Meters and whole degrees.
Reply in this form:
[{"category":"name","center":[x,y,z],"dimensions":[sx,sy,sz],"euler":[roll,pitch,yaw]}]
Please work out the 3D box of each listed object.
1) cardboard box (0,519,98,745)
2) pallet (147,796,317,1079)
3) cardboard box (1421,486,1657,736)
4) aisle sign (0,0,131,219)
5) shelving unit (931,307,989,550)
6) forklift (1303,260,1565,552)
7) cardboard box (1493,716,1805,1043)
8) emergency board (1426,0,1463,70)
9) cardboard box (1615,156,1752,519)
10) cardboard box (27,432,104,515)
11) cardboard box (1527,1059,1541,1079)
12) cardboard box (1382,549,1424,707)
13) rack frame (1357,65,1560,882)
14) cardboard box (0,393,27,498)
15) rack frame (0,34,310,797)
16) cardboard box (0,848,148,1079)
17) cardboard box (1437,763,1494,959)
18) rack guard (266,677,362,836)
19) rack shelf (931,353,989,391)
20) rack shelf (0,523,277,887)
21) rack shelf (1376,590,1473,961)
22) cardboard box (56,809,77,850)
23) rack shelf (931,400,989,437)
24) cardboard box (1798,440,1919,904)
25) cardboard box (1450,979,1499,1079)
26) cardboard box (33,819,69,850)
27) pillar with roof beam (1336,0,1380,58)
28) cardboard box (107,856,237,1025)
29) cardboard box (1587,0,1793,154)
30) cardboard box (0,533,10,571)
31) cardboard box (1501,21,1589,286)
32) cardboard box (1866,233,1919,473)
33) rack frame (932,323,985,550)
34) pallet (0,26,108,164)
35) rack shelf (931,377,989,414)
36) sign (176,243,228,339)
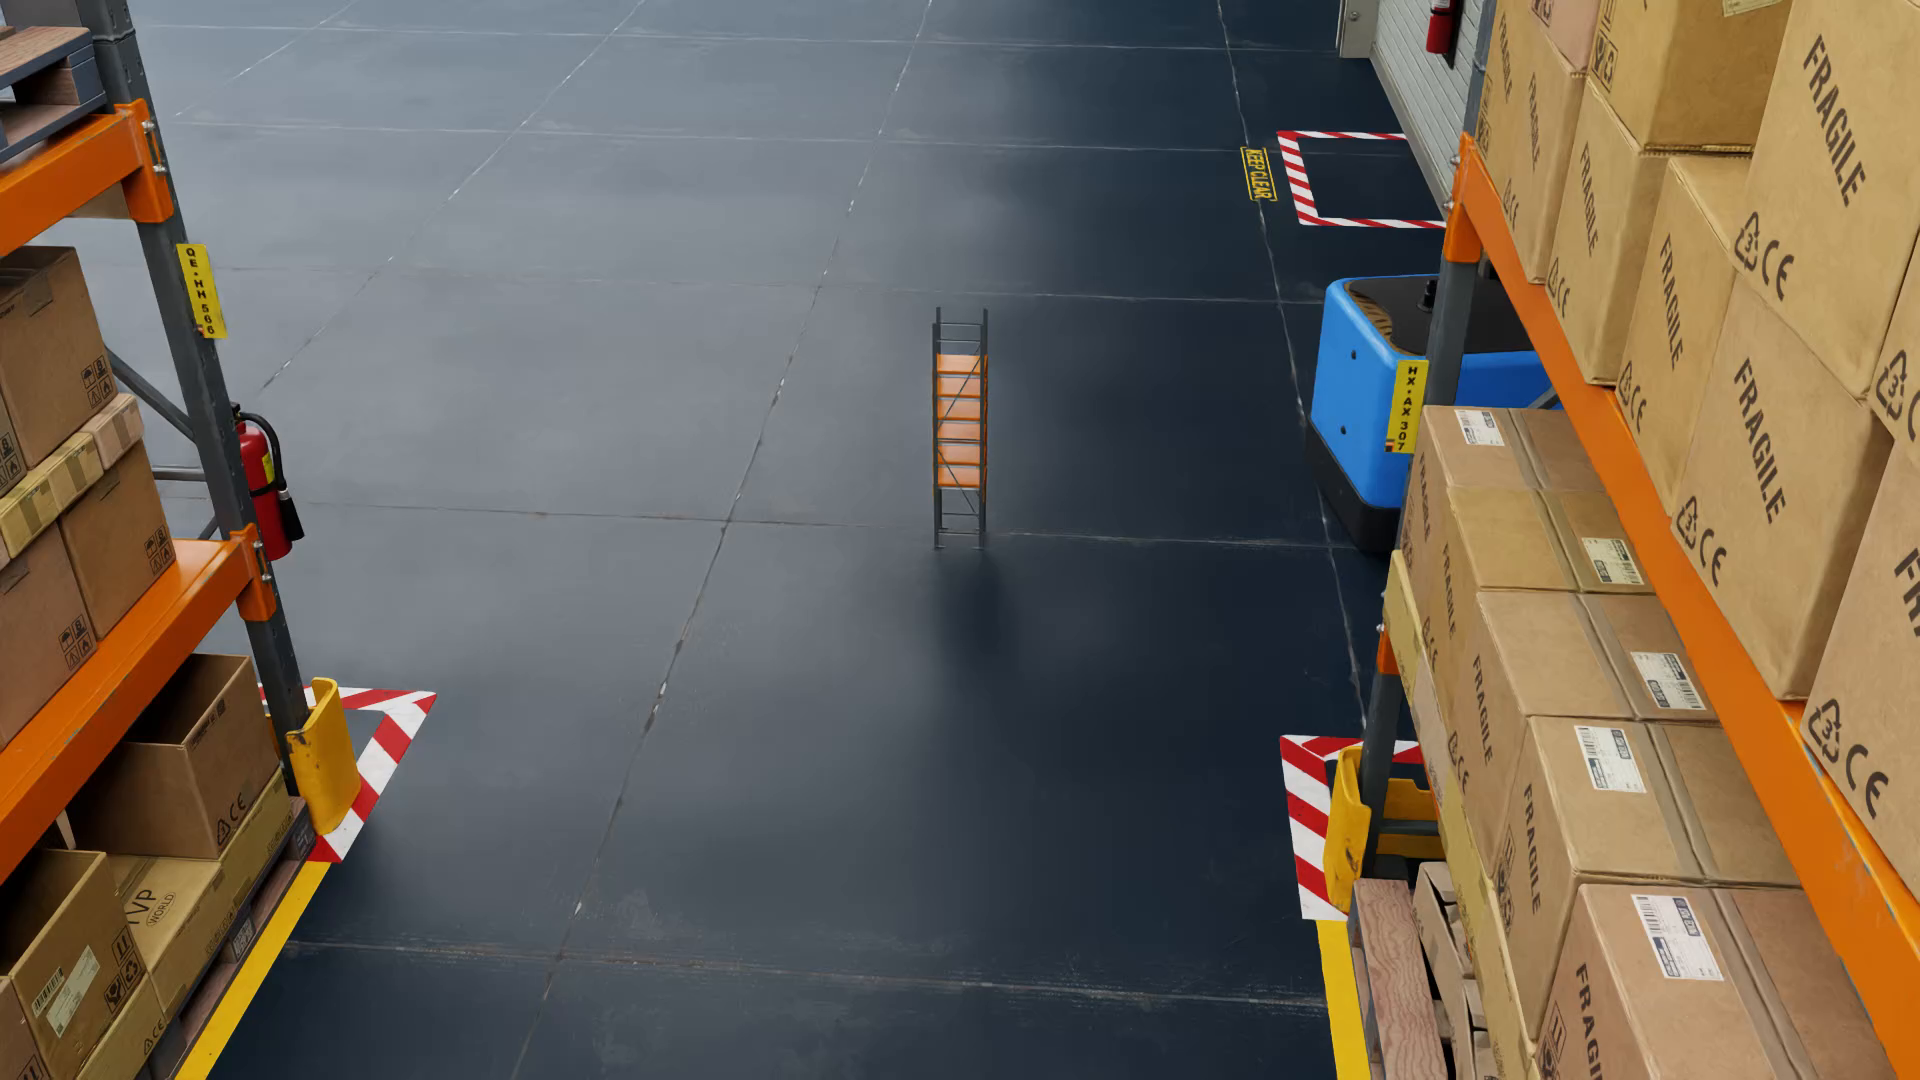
[{"category":"cardboard box","center":[-3.073,0.239,4.908],"dimensions":[0.700,0.500,0.500],"euler":[3,32,5]},{"category":"pallet","center":[-3.005,1.352,5.855],"dimensions":[1.003,0.211,1.213],"euler":[2,32,4]},{"category":"cardboard box","center":[1.564,0.204,4.469],"dimensions":[0.500,0.500,0.500],"euler":[3,32,4]},{"category":"aisle sign","center":[-2.687,-1.365,5.129],"dimensions":[0.394,0.787,0.004],"euler":[2,32,4]},{"category":"shelving unit","center":[0.001,-0.518,7.947],"dimensions":[0.258,1.200,0.189],"euler":[2,32,4]},{"category":"forklift","center":[3.374,-1.490,7.874],"dimensions":[3.031,2.935,1.130],"euler":[-4,32,-6]},{"category":"cardboard box","center":[1.486,0.744,3.593],"dimensions":[0.500,0.500,0.500],"euler":[3,32,6]},{"category":"emergency board","center":[3.486,-4.052,11.966],"dimensions":[0.194,1.169,0.643],"euler":[2,32,4]},{"category":"cardboard box","center":[1.536,-0.359,3.000],"dimensions":[0.500,0.500,0.500],"euler":[4,32,7]},{"category":"cardboard box","center":[-2.846,-0.211,5.019],"dimensions":[0.380,0.149,0.250],"euler":[3,32,5]},{"category":"cardboard box","center":[1.438,1.335,3.348],"dimensions":[0.500,0.250,0.500],"euler":[2,32,4]},{"category":"cardboard box","center":[1.597,0.270,5.077],"dimensions":[0.500,0.250,0.500],"euler":[2,32,3]},{"category":"rack frame","center":[1.953,-0.027,5.435],"dimensions":[1.000,3.000,0.127],"euler":[2,32,4]},{"category":"cardboard box","center":[-3.077,-0.285,4.522],"dimensions":[0.700,0.500,0.500],"euler":[2,32,3]},{"category":"rack frame","center":[-2.985,-0.237,5.775],"dimensions":[1.000,3.000,0.127],"euler":[2,32,4]},{"category":"cardboard box","center":[-2.799,1.252,4.864],"dimensions":[0.500,0.500,0.500],"euler":[2,32,4]},{"category":"cardboard box","center":[1.521,0.808,4.204],"dimensions":[0.500,0.250,0.500],"euler":[2,32,3]},{"category":"rack guard","center":[-2.983,0.815,6.451],"dimensions":[1.175,0.500,0.348],"euler":[2,32,4]},{"category":"rack shelf","center":[0.001,-0.787,7.782],"dimensions":[0.258,0.103,0.180],"euler":[2,32,4]},{"category":"rack shelf","center":[-3.148,1.115,4.267],"dimensions":[1.077,0.370,4.000],"euler":[2,32,4]},{"category":"rack shelf","center":[1.790,1.325,3.927],"dimensions":[1.077,0.370,4.000],"euler":[2,32,4]},{"category":"cardboard box","center":[-3.250,1.026,5.947],"dimensions":[0.500,0.250,0.500],"euler":[2,32,4]},{"category":"rack shelf","center":[0.001,-0.583,7.908],"dimensions":[0.258,0.103,0.180],"euler":[2,32,4]},{"category":"cardboard box","center":[1.476,0.198,2.096],"dimensions":[0.500,0.500,0.500],"euler":[0,32,0]},{"category":"cardboard box","center":[1.760,1.586,4.960],"dimensions":[0.500,0.311,0.500],"euler":[5,32,8]},{"category":"cardboard box","center":[-3.289,0.968,5.326],"dimensions":[0.500,0.500,0.500],"euler":[2,32,4]},{"category":"pillar with roof beam","center":[-0.556,-8.637,13.687],"dimensions":[9.100,9.000,0.400],"euler":[2,32,4]},{"category":"cardboard box","center":[-2.763,1.310,5.486],"dimensions":[0.500,0.250,0.500],"euler":[2,32,4]},{"category":"cardboard box","center":[1.558,-1.061,3.186],"dimensions":[0.500,0.500,0.500],"euler":[3,32,5]},{"category":"cardboard box","center":[-2.889,0.055,4.589],"dimensions":[0.380,0.149,0.250],"euler":[3,32,5]},{"category":"cardboard box","center":[1.597,-0.912,3.897],"dimensions":[0.500,0.500,0.500],"euler":[4,32,7]},{"category":"cardboard box","center":[1.432,-0.251,1.872],"dimensions":[0.500,0.500,0.500],"euler":[4,32,7]},{"category":"rack frame","center":[-0.006,-0.471,7.870],"dimensions":[0.240,1.200,0.006],"euler":[2,32,4]},{"category":"pallet","center":[-3.068,-1.108,4.413],"dimensions":[1.003,0.211,1.213],"euler":[2,32,4]},{"category":"rack shelf","center":[0.001,-0.685,7.845],"dimensions":[0.258,0.103,0.180],"euler":[2,32,4]},{"category":"sign","center":[-2.445,-0.800,5.360],"dimensions":[0.100,0.325,0.005],"euler":[2,32,4]}]
